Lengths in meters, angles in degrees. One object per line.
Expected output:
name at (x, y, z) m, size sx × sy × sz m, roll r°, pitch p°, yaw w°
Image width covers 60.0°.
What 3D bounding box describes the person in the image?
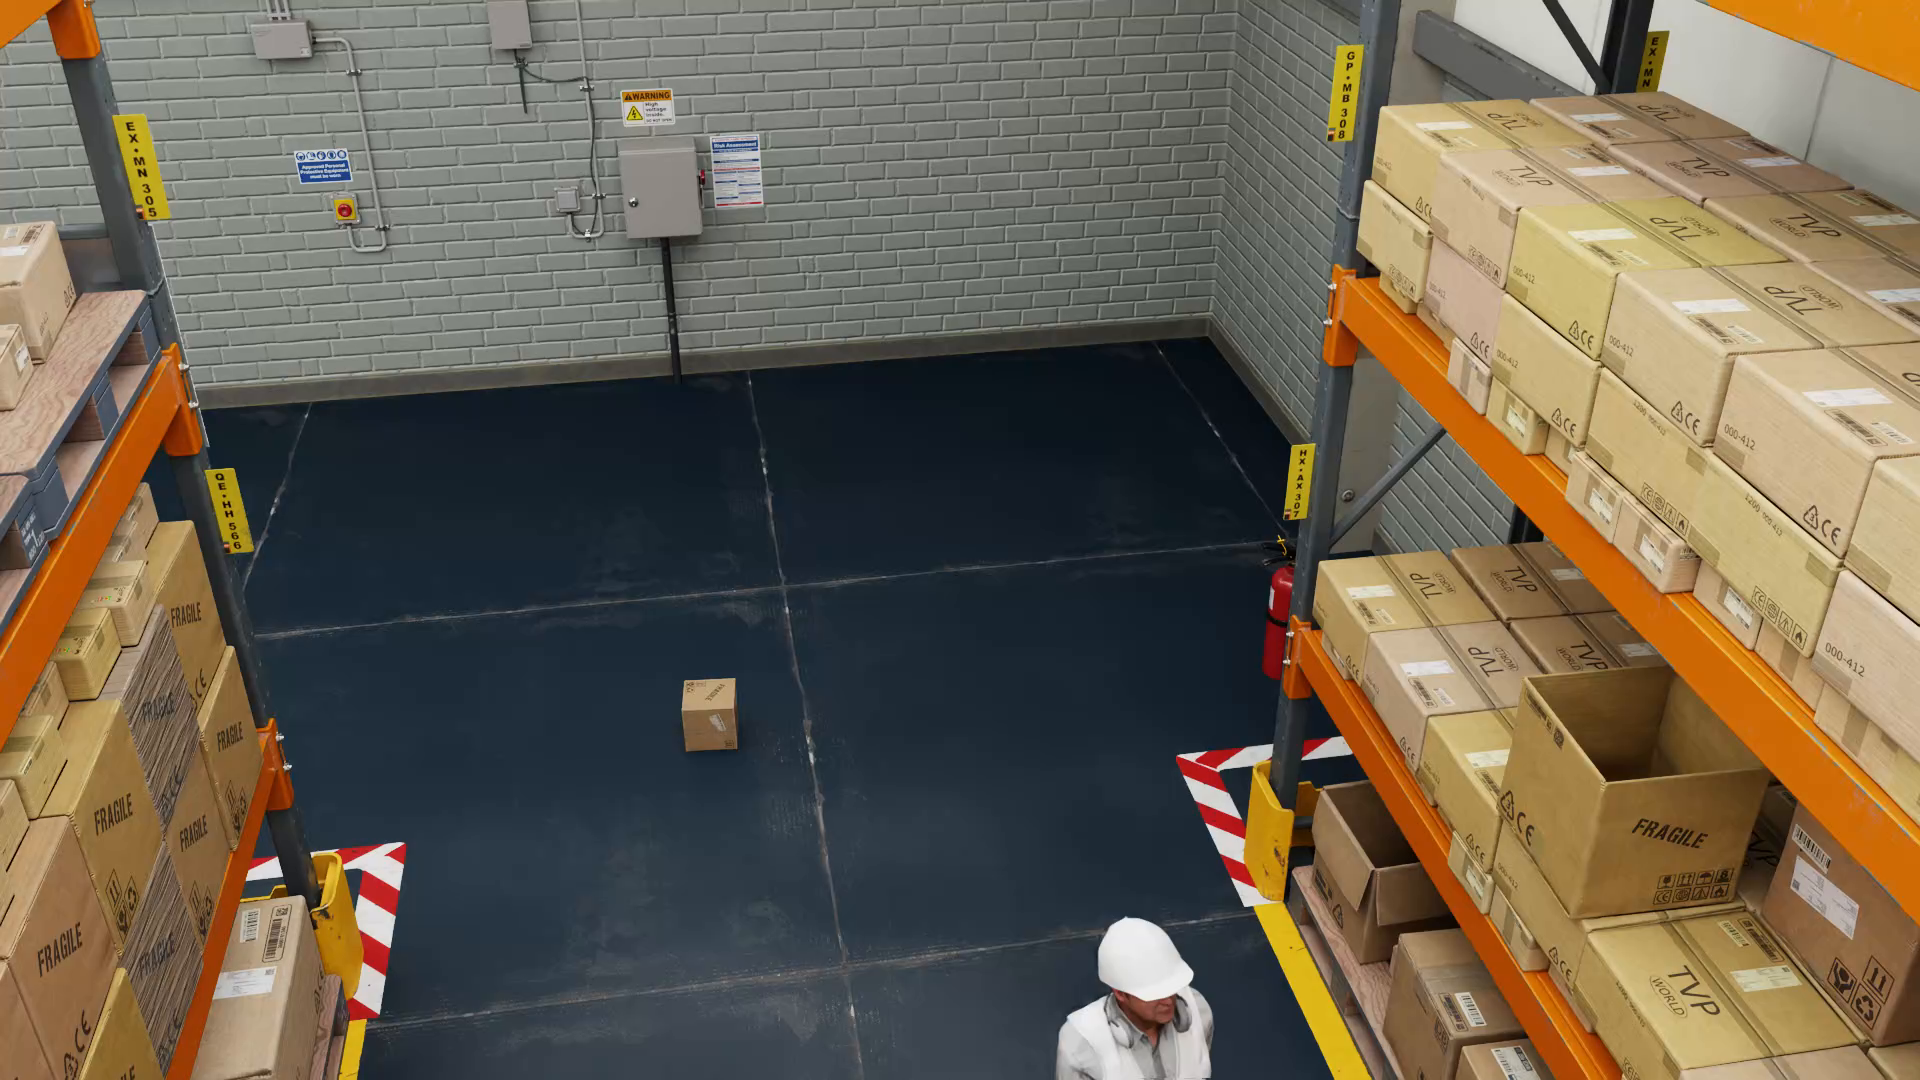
person at (0.537, 1.890, 4.874) m, size 0.518 × 1.725 × 0.945 m, roll -9°, pitch 32°, yaw -15°
